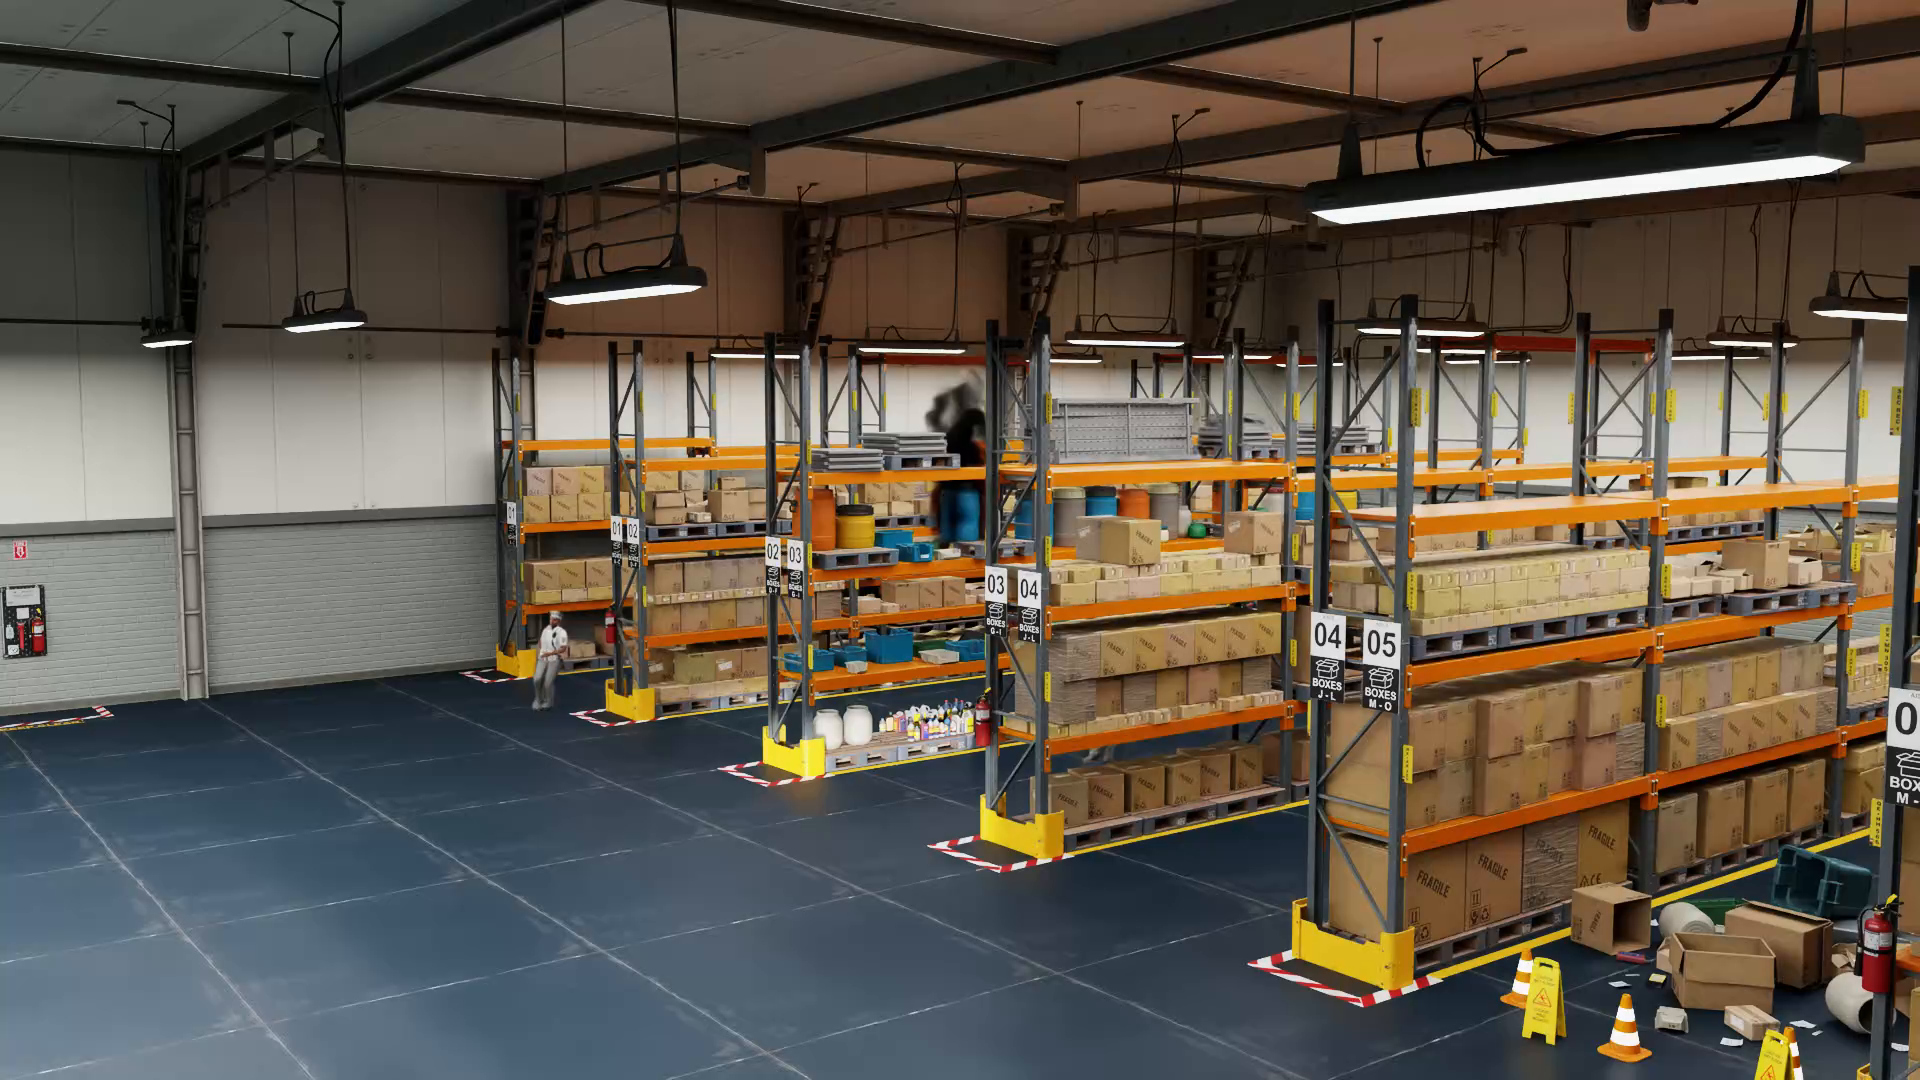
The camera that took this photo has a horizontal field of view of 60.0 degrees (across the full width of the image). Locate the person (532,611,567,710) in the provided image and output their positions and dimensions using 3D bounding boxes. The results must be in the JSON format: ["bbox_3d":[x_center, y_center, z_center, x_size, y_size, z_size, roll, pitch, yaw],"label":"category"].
[{"bbox_3d":[-6.675,1.960,27.041,0.577,1.622,0.626,1,5,12],"label":"person"}]

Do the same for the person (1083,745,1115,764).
[{"bbox_3d":[1.774,2.089,21.975,0.659,1.776,0.580,5,7,42],"label":"person"}]
